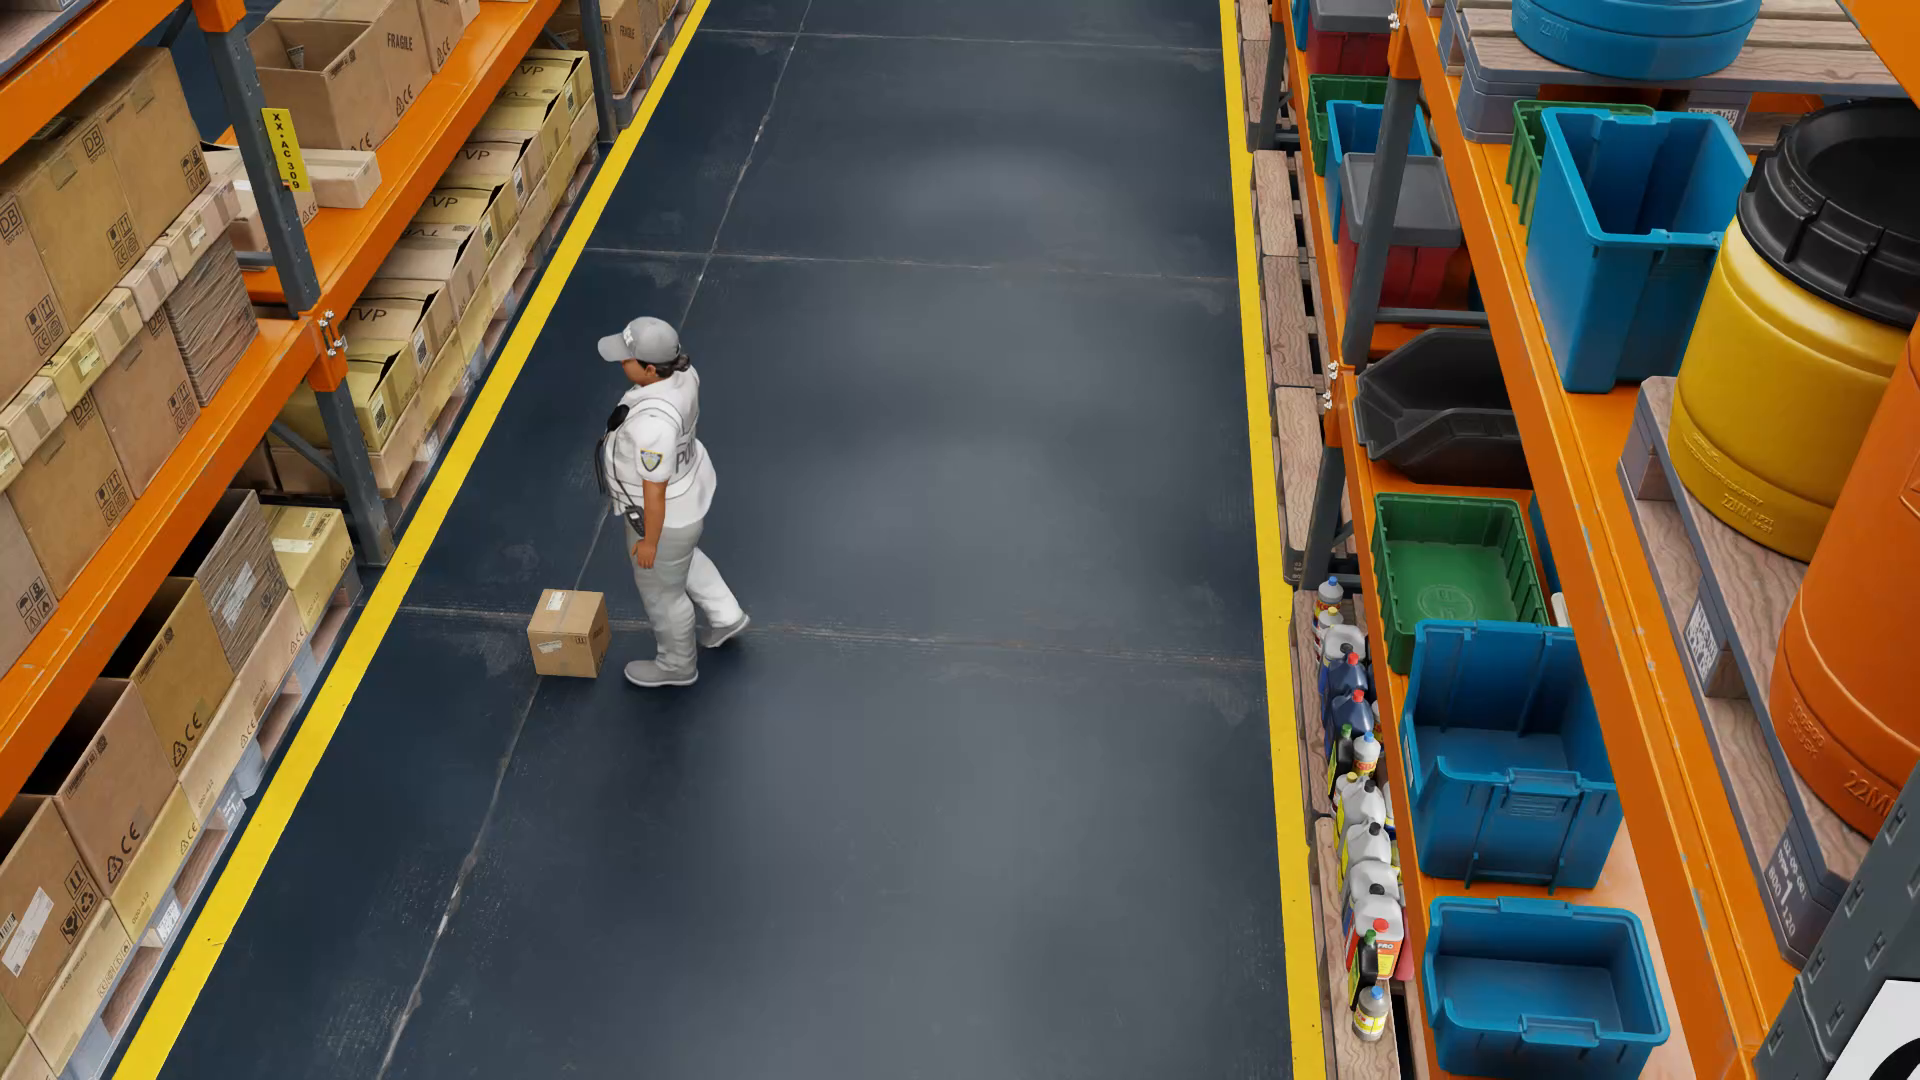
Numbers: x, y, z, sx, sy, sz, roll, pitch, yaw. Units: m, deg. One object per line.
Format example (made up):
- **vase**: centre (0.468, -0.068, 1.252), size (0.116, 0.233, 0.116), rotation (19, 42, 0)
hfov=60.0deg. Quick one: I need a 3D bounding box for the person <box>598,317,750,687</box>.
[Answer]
- **person**: centre (-1.120, -0.098, 6.323), size (0.470, 1.740, 0.482), rotation (4, 40, 5)
